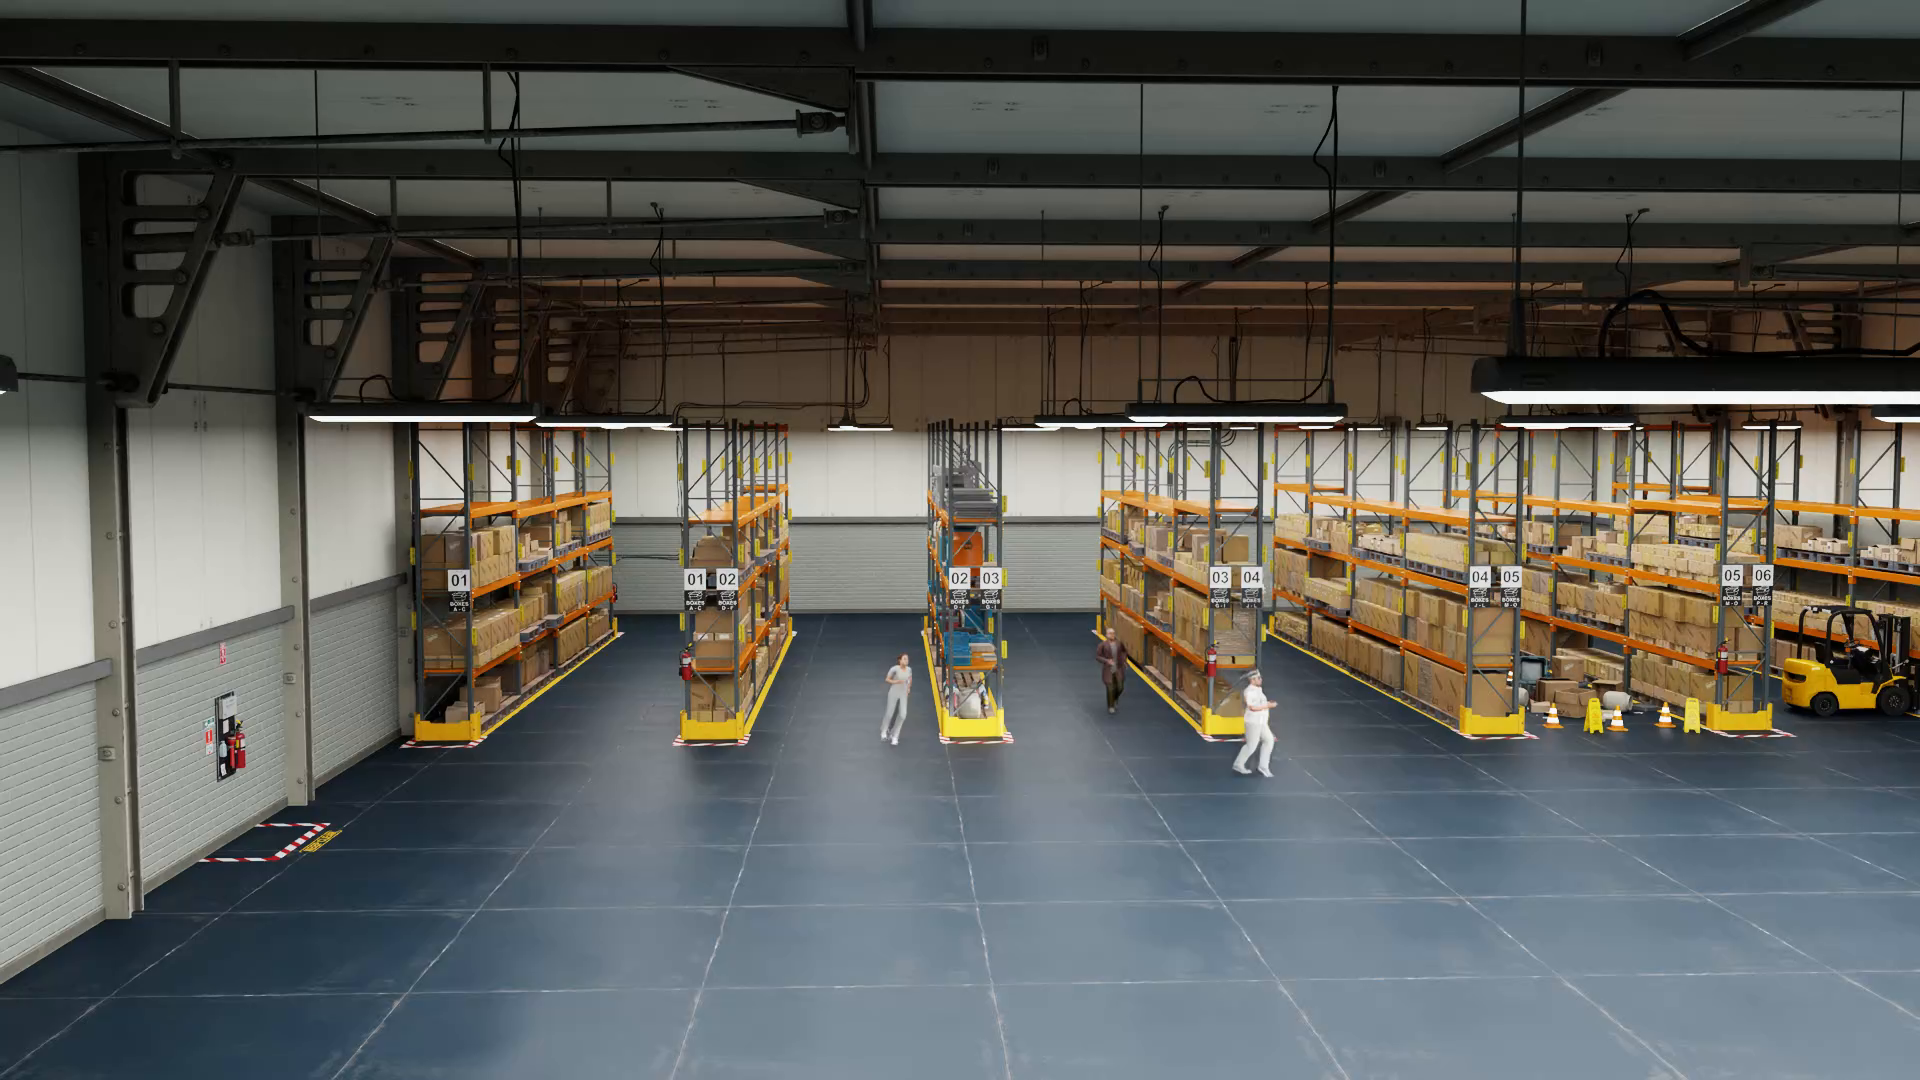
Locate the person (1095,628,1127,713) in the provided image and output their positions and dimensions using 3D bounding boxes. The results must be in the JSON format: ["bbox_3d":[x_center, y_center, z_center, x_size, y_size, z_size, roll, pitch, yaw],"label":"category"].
[{"bbox_3d":[3.115,2.676,33.958,0.717,1.734,0.639,-1,4,-8],"label":"person"}]

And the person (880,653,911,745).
[{"bbox_3d":[-1.131,2.925,30.898,0.586,1.686,0.721,-1,4,-20],"label":"person"}]

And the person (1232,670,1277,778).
[{"bbox_3d":[4.921,3.069,27.676,0.748,1.850,0.622,2,4,25],"label":"person"}]

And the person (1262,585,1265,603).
[{"bbox_3d":[8.568,1.823,48.487,0.539,1.596,0.637,-3,5,-37],"label":"person"}]

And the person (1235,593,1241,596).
[{"bbox_3d":[7.962,1.780,48.417,0.552,1.674,0.775,-3,5,-43],"label":"person"}]
